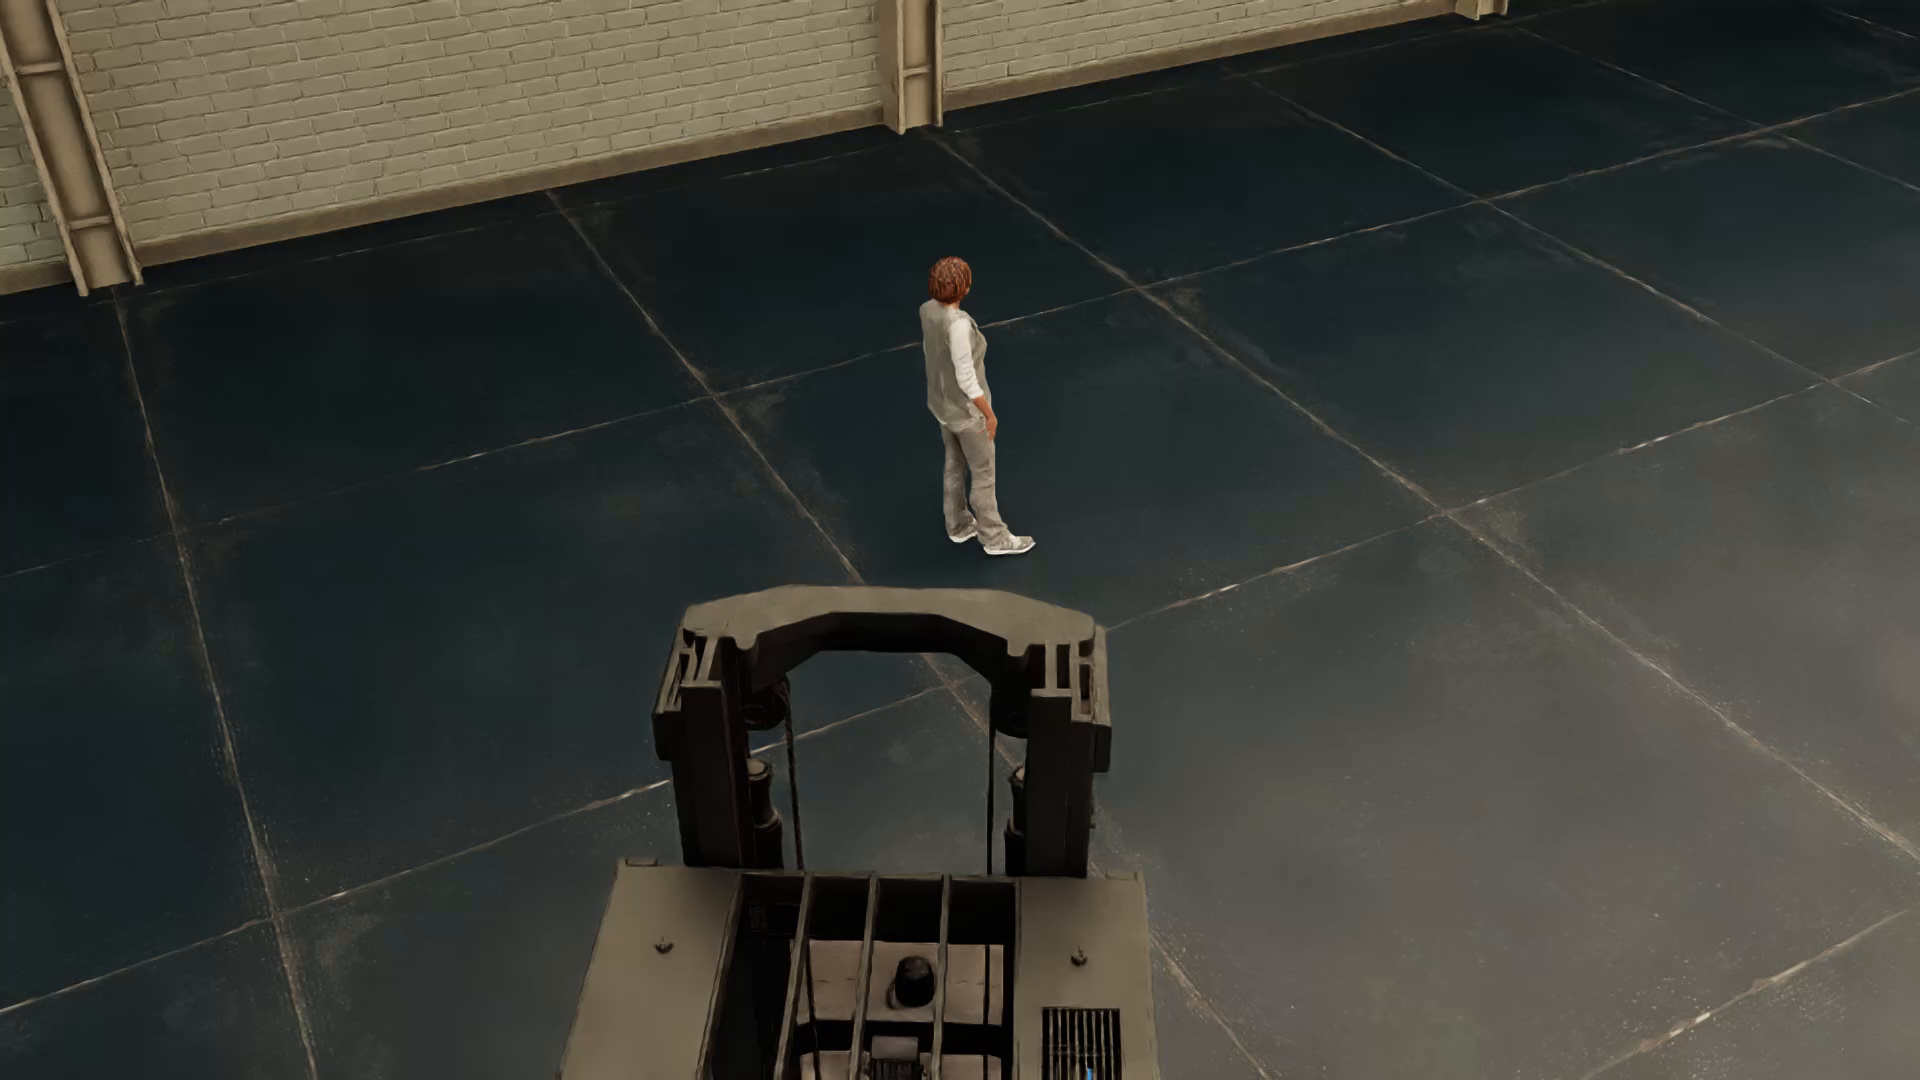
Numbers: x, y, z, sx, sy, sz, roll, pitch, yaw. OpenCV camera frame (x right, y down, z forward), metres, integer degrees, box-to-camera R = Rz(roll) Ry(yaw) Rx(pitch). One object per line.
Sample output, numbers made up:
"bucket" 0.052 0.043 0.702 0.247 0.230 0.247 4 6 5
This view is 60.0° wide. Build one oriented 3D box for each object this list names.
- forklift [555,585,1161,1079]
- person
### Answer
"forklift" -0.175 1.677 3.750 1.130 2.935 3.031 1 35 2
"person" 0.072 -0.671 8.216 0.474 1.597 0.521 -17 39 -23
